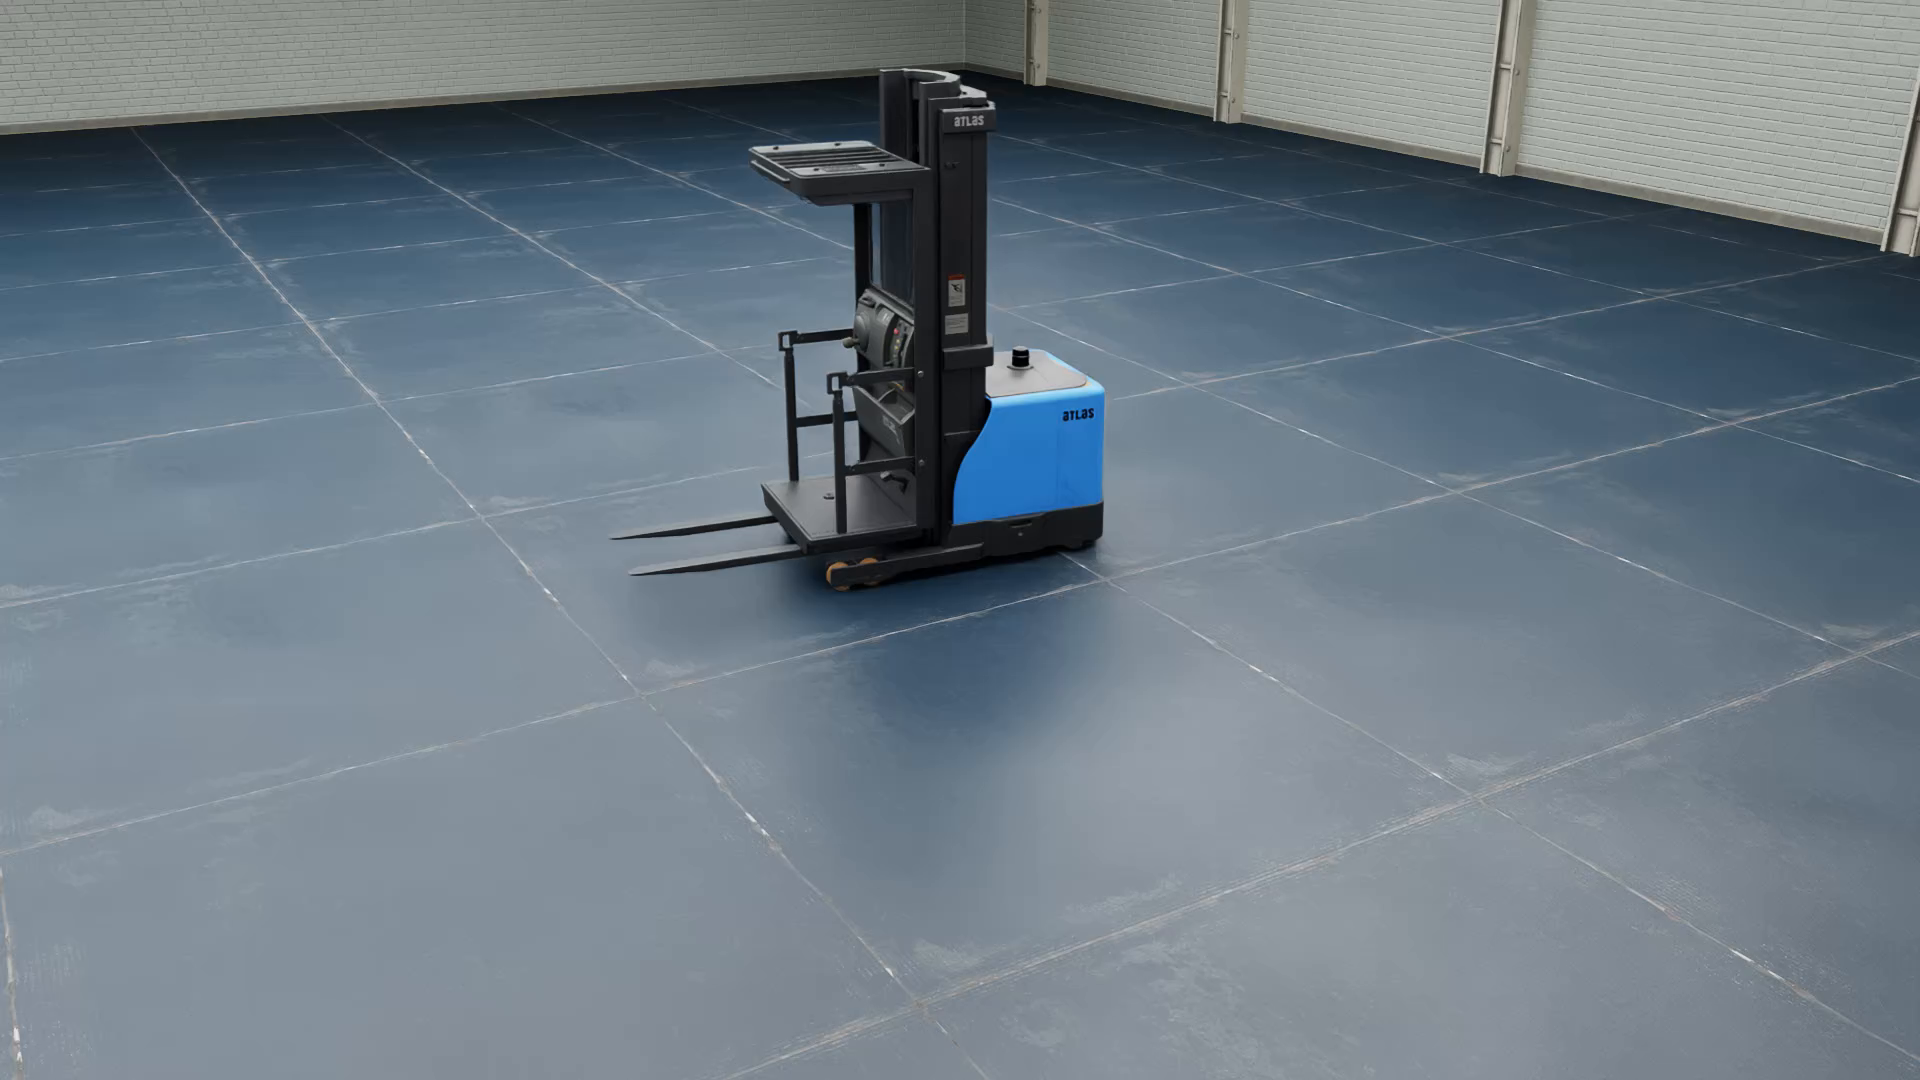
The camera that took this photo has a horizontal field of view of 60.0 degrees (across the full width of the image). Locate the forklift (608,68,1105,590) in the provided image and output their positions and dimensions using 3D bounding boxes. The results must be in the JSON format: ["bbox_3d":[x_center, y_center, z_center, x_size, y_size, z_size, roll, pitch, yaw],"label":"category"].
[{"bbox_3d":[-0.649,-1.278,10.064,3.031,2.935,1.130,-9,24,-20],"label":"forklift"}]

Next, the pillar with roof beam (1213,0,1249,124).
[{"bbox_3d":[0.868,-10.487,24.661,9.100,9.000,0.400,-13,25,-28],"label":"pillar with roof beam"}]

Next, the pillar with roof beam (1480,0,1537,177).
[{"bbox_3d":[3.933,-8.545,19.883,9.100,9.000,0.400,-13,25,-28],"label":"pillar with roof beam"}]

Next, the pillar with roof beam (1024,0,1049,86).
[{"bbox_3d":[-2.197,-12.429,29.440,9.100,9.000,0.400,-13,25,-28],"label":"pillar with roof beam"}]

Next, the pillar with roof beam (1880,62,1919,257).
[{"bbox_3d":[6.998,-6.602,15.104,9.100,9.000,0.400,-13,25,-28],"label":"pillar with roof beam"}]
